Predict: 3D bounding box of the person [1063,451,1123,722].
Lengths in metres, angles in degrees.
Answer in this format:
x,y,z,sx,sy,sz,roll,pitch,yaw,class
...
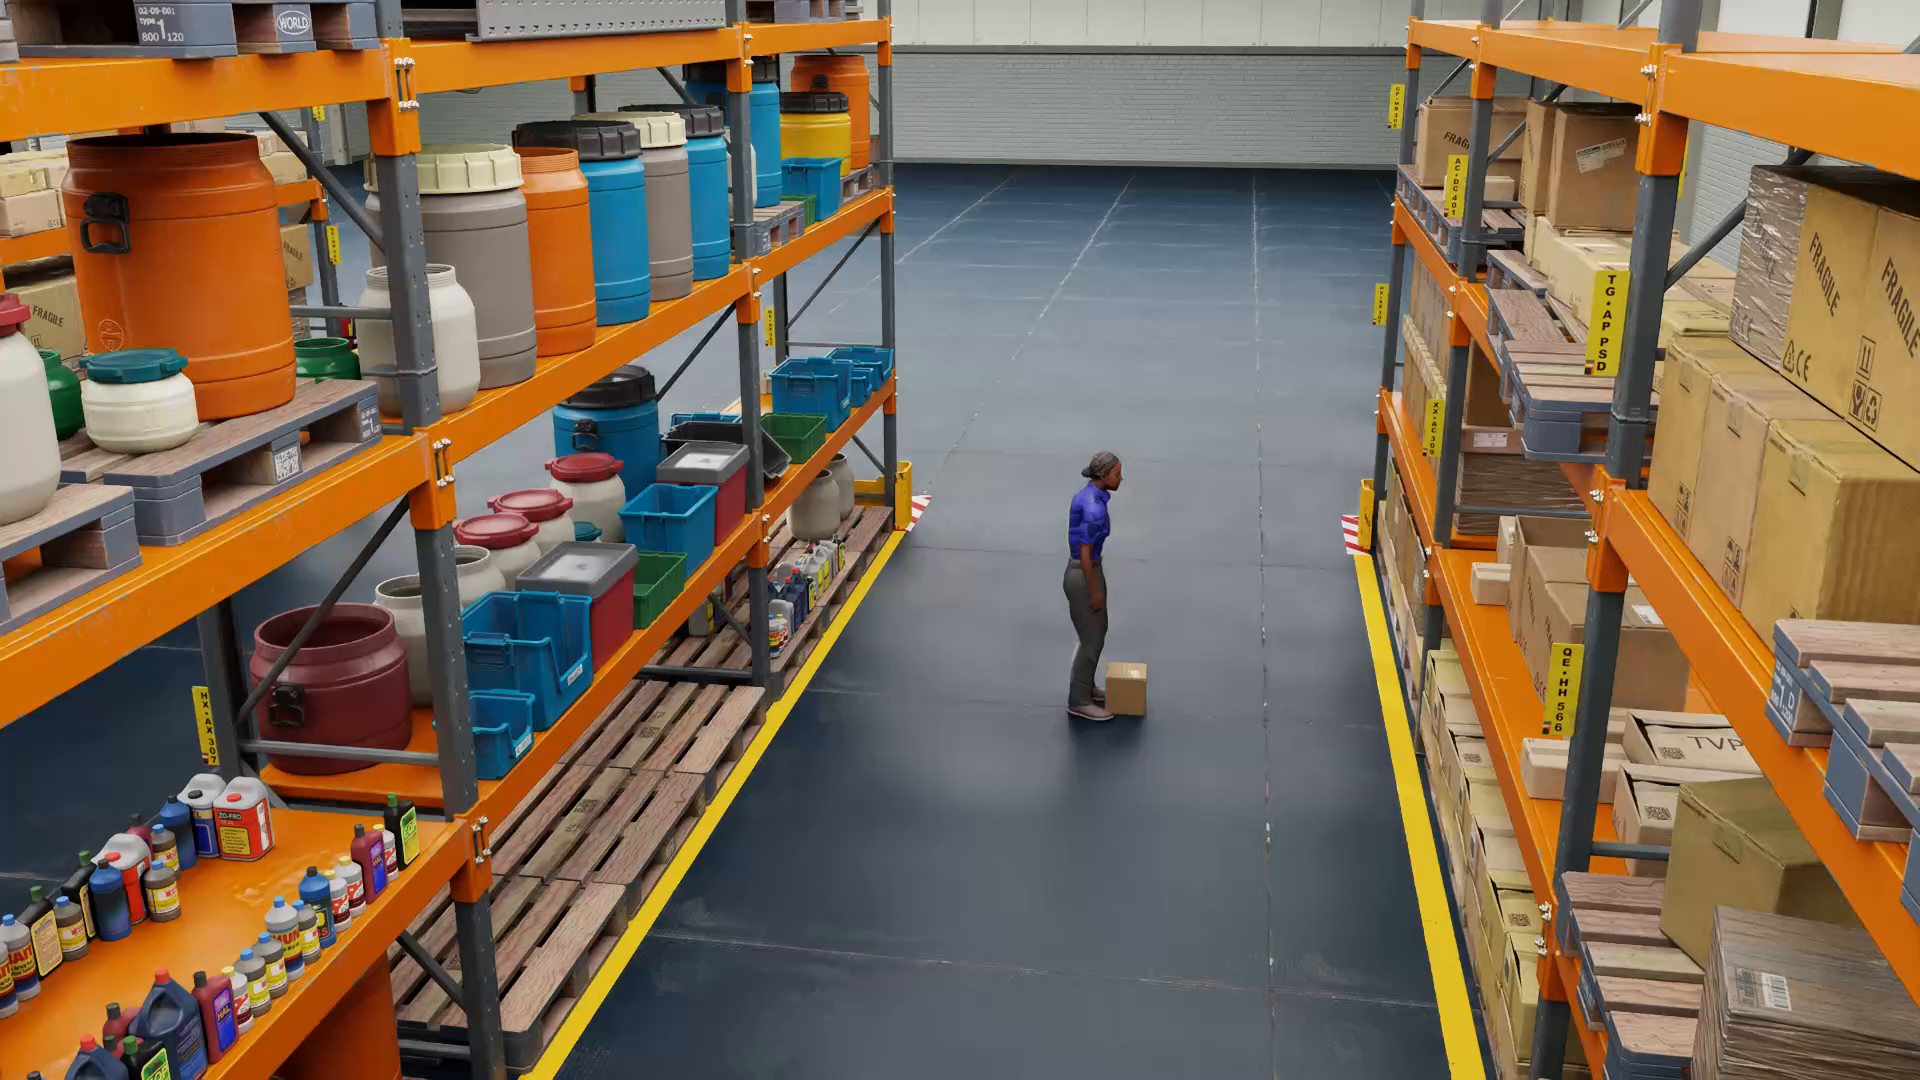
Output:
x,y,z,sx,sy,sz,roll,pitch,yaw,class
0.812,0.258,10.269,0.350,1.654,0.532,2,18,6,person
